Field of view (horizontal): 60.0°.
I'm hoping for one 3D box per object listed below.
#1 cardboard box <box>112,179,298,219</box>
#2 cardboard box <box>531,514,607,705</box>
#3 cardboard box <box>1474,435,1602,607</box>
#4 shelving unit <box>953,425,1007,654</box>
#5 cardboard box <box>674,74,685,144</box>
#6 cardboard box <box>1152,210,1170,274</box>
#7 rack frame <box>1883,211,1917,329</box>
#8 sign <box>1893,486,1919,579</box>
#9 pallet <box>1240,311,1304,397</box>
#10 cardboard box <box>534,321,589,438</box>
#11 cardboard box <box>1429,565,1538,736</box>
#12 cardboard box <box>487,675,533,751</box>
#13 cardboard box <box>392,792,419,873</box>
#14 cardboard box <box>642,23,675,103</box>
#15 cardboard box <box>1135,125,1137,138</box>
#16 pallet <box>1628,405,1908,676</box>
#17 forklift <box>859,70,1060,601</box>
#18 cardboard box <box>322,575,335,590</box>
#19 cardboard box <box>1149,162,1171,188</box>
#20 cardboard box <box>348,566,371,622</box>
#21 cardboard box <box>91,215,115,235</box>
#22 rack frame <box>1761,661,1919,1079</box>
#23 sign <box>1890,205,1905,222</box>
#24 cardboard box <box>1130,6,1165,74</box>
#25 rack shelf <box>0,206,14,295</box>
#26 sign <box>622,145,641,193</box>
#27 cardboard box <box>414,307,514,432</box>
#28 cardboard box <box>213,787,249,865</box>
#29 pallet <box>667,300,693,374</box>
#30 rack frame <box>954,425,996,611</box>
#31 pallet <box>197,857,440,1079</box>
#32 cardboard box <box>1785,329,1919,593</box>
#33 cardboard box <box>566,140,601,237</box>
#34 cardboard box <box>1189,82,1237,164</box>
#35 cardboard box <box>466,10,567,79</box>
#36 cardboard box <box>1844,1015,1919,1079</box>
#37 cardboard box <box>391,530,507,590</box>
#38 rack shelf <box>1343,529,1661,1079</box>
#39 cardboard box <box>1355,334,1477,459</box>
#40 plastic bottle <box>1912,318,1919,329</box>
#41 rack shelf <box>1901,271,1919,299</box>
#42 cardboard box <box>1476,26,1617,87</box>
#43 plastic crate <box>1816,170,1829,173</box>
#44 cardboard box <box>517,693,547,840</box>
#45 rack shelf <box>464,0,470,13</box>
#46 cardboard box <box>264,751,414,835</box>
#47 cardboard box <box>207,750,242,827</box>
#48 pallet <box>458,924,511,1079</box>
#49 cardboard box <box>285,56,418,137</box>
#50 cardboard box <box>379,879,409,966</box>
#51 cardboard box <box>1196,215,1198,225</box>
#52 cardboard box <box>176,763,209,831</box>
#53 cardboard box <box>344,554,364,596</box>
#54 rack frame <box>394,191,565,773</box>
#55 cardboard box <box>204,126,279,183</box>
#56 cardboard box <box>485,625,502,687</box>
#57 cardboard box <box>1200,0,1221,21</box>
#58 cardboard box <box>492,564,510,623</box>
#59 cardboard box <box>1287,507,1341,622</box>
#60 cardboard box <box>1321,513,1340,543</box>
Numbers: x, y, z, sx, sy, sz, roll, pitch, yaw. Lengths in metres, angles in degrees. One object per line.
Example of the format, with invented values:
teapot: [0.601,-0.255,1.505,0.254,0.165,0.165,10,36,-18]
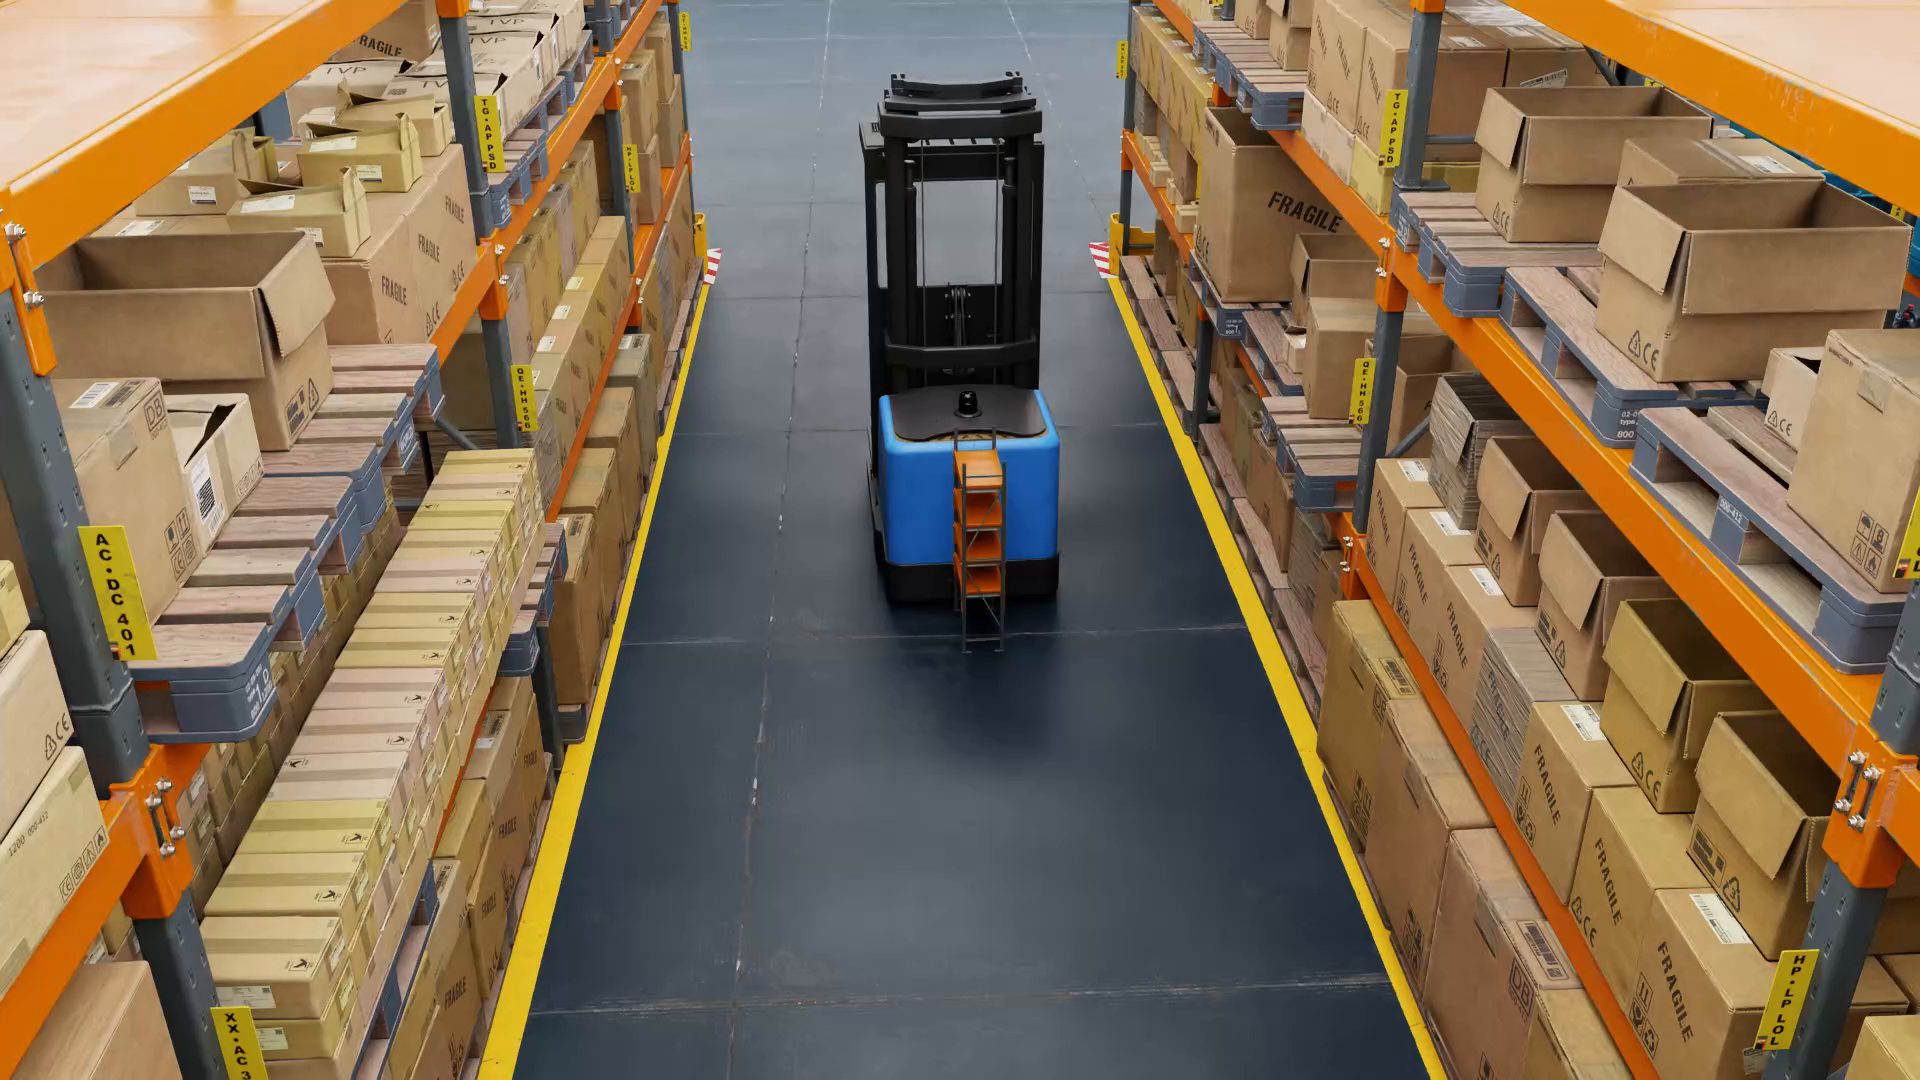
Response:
cardboard box: [-2.749,-1.028,6.189,0.500,0.500,0.500,-1,28,-3]
cardboard box: [-2.488,0.373,8.832,1.050,0.750,0.750,-2,28,-3]
cardboard box: [2.466,-0.078,6.526,0.797,0.503,0.637,-1,28,-1]
shelving unit: [0.109,0.000,9.515,0.258,1.200,0.503,-3,28,-5]
cardboard box: [-2.899,-3.746,14.588,0.875,0.550,0.550,-1,28,-3]
cardboard box: [2.010,-2.712,15.017,0.500,0.500,0.500,4,28,7]
rack frame: [7.150,-2.195,11.777,1.000,3.000,0.127,-1,28,-3]
sign: [2.080,-0.062,3.544,0.100,0.325,0.005,-1,28,-3]
pallet: [2.268,-1.056,9.801,1.003,0.211,1.213,-1,28,-3]
cardboard box: [-2.355,-0.881,9.149,0.500,0.500,0.500,-1,28,-3]
cardboard box: [2.225,0.433,6.630,0.500,0.500,0.500,-2,28,-4]
cardboard box: [-2.249,0.744,7.580,0.500,0.250,0.500,-2,28,-4]
cardboard box: [-1.942,0.934,5.274,0.380,0.149,0.250,-3,28,-5]
cardboard box: [-2.862,-3.971,13.852,0.875,0.550,0.550,-1,28,-3]
cardboard box: [1.771,-3.674,14.884,0.380,0.149,0.250,-1,28,-3]
pallet: [2.524,-0.048,4.624,0.805,0.209,1.217,-2,28,-5]
forklift: [-0.060,-1.587,10.686,1.130,2.935,3.031,-3,28,-5]
cardboard box: [-2.677,0.084,6.581,0.380,0.149,0.250,-3,28,-5]
cardboard box: [1.753,-2.979,13.552,0.380,0.149,0.250,-1,28,-3]
cardboard box: [-2.696,0.230,6.945,0.380,0.149,0.250,0,28,0]
cardboard box: [-7.600,-2.619,14.299,0.500,0.500,0.500,-1,28,-2]
rack frame: [2.621,1.619,4.464,1.000,3.000,0.127,-1,28,-3]
sign: [6.600,-2.310,11.697,0.100,0.325,0.005,-1,28,-3]
cardboard box: [1.751,-4.282,14.267,0.500,0.500,0.500,-1,28,-3]
rack shelf: [-2.233,0.276,1.333,1.077,0.370,4.000,-1,28,-3]
sign: [-2.214,-2.498,11.192,0.100,0.325,0.005,-1,28,-3]
cardboard box: [-2.560,-0.850,8.009,0.700,0.500,0.500,-2,28,-3]
cardboard box: [-2.614,0.960,5.546,0.380,0.149,0.250,-3,28,-5]
pallet: [-2.783,-1.684,13.812,1.003,0.211,1.213,-1,28,-3]
rack frame: [0.086,-0.112,9.730,0.240,1.200,0.015,-3,28,-5]
pallet: [-2.232,1.421,5.052,1.003,0.211,1.213,-1,28,-3]
cardboard box: [2.581,-0.209,4.163,0.700,0.500,0.500,-1,28,-1]
cardboard box: [-2.723,-2.261,10.714,0.700,0.500,0.500,-2,28,-4]
cardboard box: [1.905,-2.896,11.610,0.500,0.500,0.500,-1,28,-3]
cardboard box: [-2.444,-2.719,9.072,0.500,0.311,0.500,-2,28,-5]
cardboard box: [2.391,1.449,3.821,0.500,0.500,0.500,-1,28,-3]
cardboard box: [-2.021,0.082,6.586,0.380,0.149,0.250,-1,28,-1]
rack shelf: [2.517,1.014,6.401,1.077,0.370,4.000,-1,28,-3]
cardboard box: [2.344,-0.707,8.362,0.500,0.500,0.500,-5,28,-9]
plastic bottle: [7.522,-1.598,13.022,0.144,0.351,0.185,-1,28,-1]
rack shelf: [7.254,-0.952,10.173,1.077,0.370,4.000,-1,28,-3]
cardboard box: [2.645,-2.047,7.602,0.500,0.500,0.500,-1,28,-2]
plastic crate: [6.812,-2.822,13.264,0.530,0.136,0.437,-1,28,-3]
cardboard box: [-2.251,1.065,7.776,0.500,0.500,0.500,-2,28,-3]
rack shelf: [-2.651,-3.242,8.508,1.077,0.370,4.000,-1,28,-3]
cardboard box: [-1.941,0.798,5.212,0.380,0.149,0.250,-2,28,-3]
cardboard box: [-2.611,0.824,5.485,0.380,0.149,0.250,-3,28,-5]
pallet: [-2.446,2.004,6.741,1.003,0.211,1.213,-1,28,-3]
cardboard box: [-2.900,-2.152,7.984,0.500,0.311,0.500,-1,28,-3]
cardboard box: [-1.928,1.181,5.122,0.380,0.149,0.250,-1,28,-2]
cardboard box: [1.942,-2.289,12.229,0.380,0.149,0.250,-1,28,-3]
cardboard box: [-2.594,0.808,5.193,0.380,0.149,0.250,-1,28,-3]
cardboard box: [-2.688,0.115,6.845,0.380,0.149,0.250,-2,28,-4]
rack frame: [-2.546,-0.155,7.866,1.000,3.000,0.127,-1,28,-3]
cardboard box: [-2.773,-1.437,6.145,0.396,0.266,0.258,-1,28,-3]
cardboard box: [-2.011,0.460,6.505,0.380,0.149,0.250,-3,28,-5]
cardboard box: [1.919,-3.543,11.280,0.500,0.250,0.500,0,28,-1]
cardboard box: [-2.021,0.216,6.651,0.380,0.149,0.250,-1,28,-3]
cardboard box: [2.316,0.120,9.565,0.700,0.500,0.500,-4,28,-7]
cardboard box: [2.309,-0.201,9.370,0.500,0.250,0.500,2,28,3]
